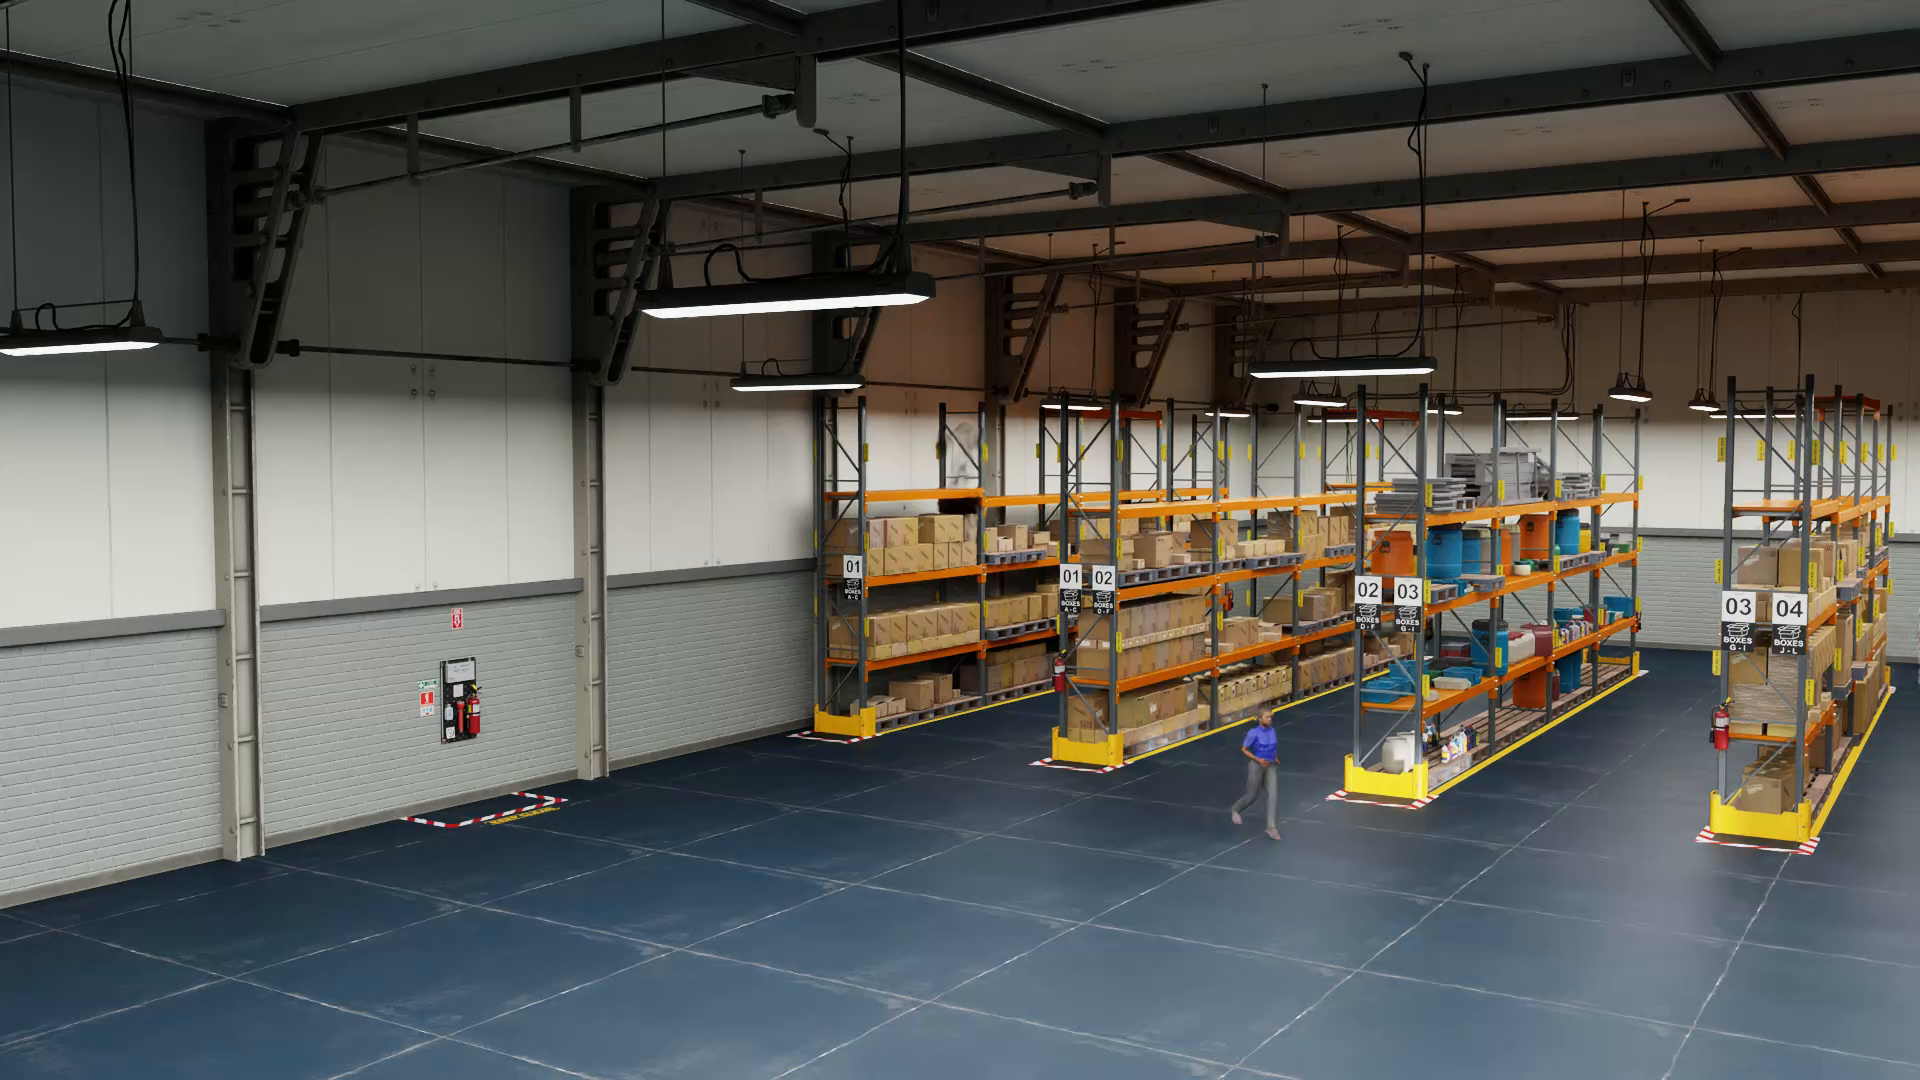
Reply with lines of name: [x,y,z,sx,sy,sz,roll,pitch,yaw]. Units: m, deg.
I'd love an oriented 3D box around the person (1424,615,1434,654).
person: [11.547,1.963,41.323,0.592,1.743,0.740,2,4,40]

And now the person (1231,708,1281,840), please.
person: [3.970,3.035,21.816,0.618,1.635,0.957,-1,3,-26]
